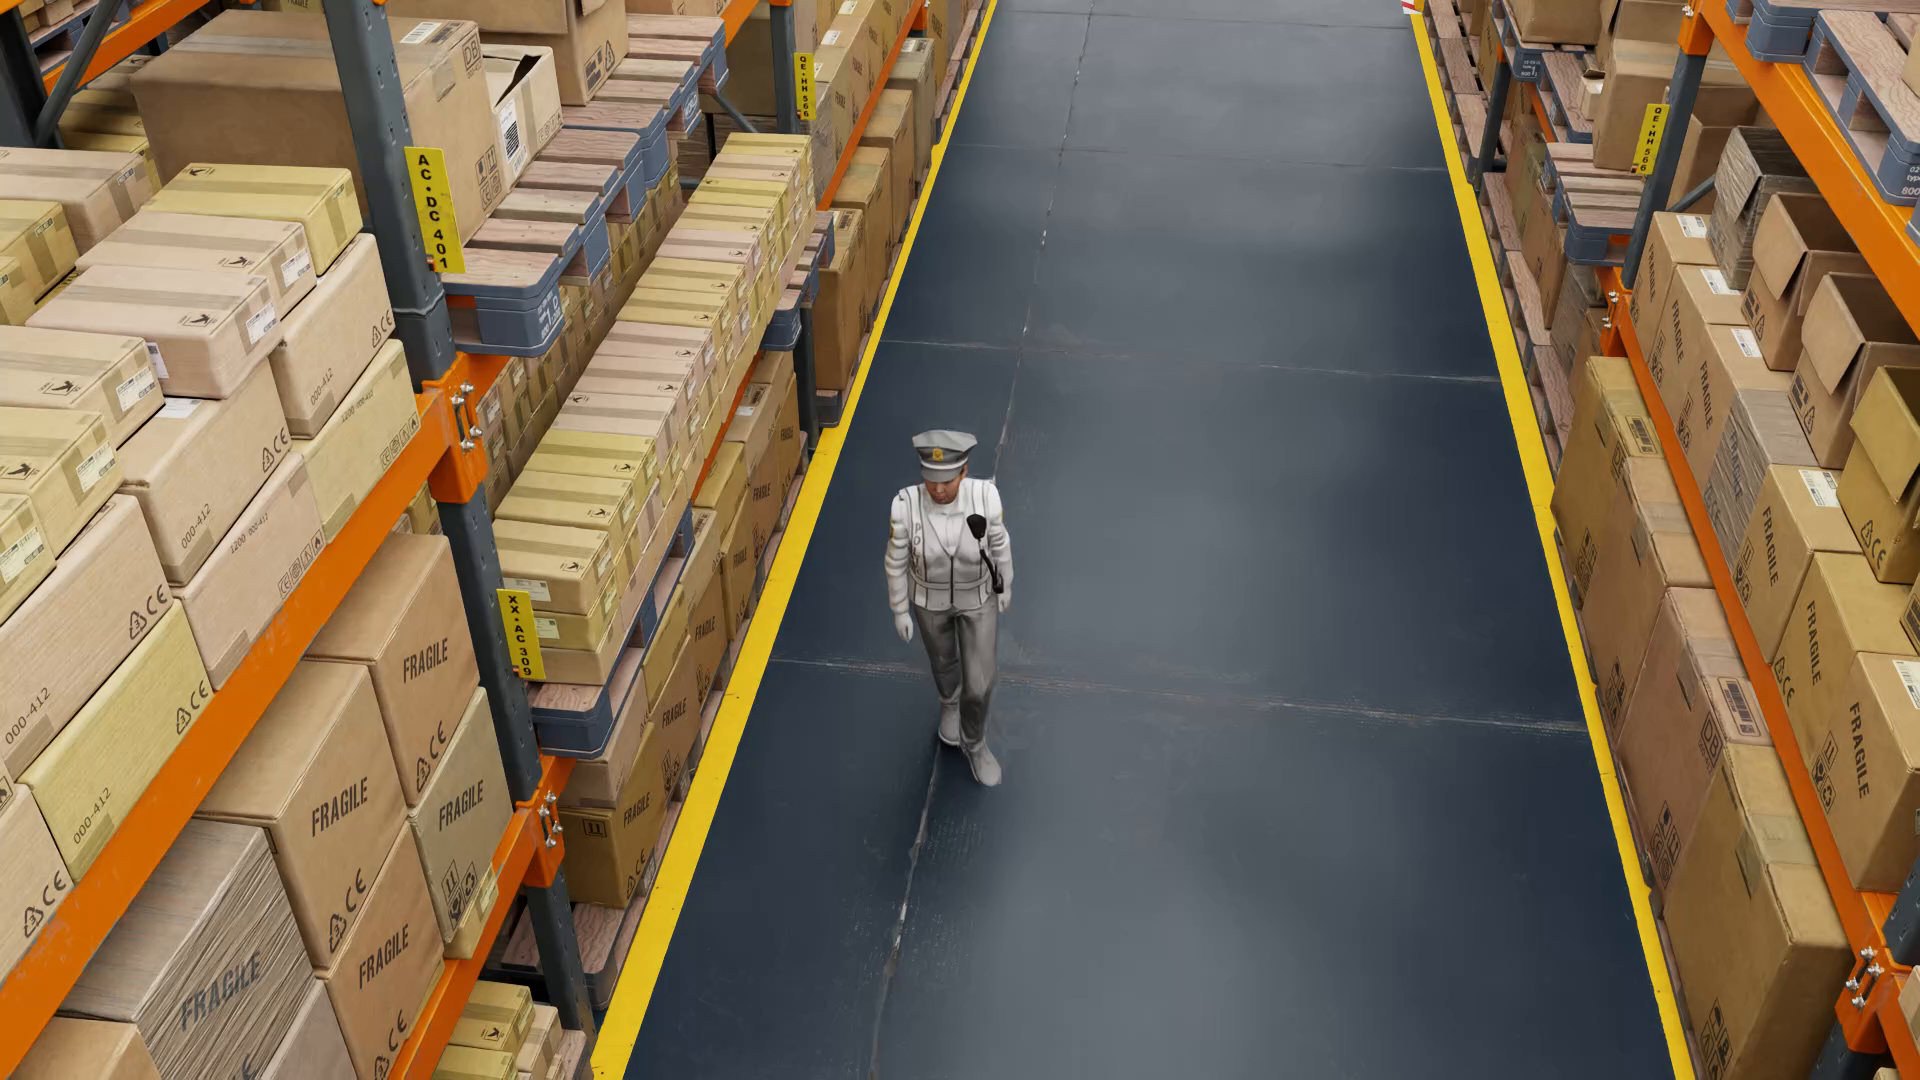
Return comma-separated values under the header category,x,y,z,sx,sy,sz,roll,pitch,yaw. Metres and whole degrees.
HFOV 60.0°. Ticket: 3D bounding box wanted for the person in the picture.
category,x,y,z,sx,sy,sz,roll,pitch,yaw
person,-0.041,0.232,6.730,0.512,1.718,0.498,1,36,2
